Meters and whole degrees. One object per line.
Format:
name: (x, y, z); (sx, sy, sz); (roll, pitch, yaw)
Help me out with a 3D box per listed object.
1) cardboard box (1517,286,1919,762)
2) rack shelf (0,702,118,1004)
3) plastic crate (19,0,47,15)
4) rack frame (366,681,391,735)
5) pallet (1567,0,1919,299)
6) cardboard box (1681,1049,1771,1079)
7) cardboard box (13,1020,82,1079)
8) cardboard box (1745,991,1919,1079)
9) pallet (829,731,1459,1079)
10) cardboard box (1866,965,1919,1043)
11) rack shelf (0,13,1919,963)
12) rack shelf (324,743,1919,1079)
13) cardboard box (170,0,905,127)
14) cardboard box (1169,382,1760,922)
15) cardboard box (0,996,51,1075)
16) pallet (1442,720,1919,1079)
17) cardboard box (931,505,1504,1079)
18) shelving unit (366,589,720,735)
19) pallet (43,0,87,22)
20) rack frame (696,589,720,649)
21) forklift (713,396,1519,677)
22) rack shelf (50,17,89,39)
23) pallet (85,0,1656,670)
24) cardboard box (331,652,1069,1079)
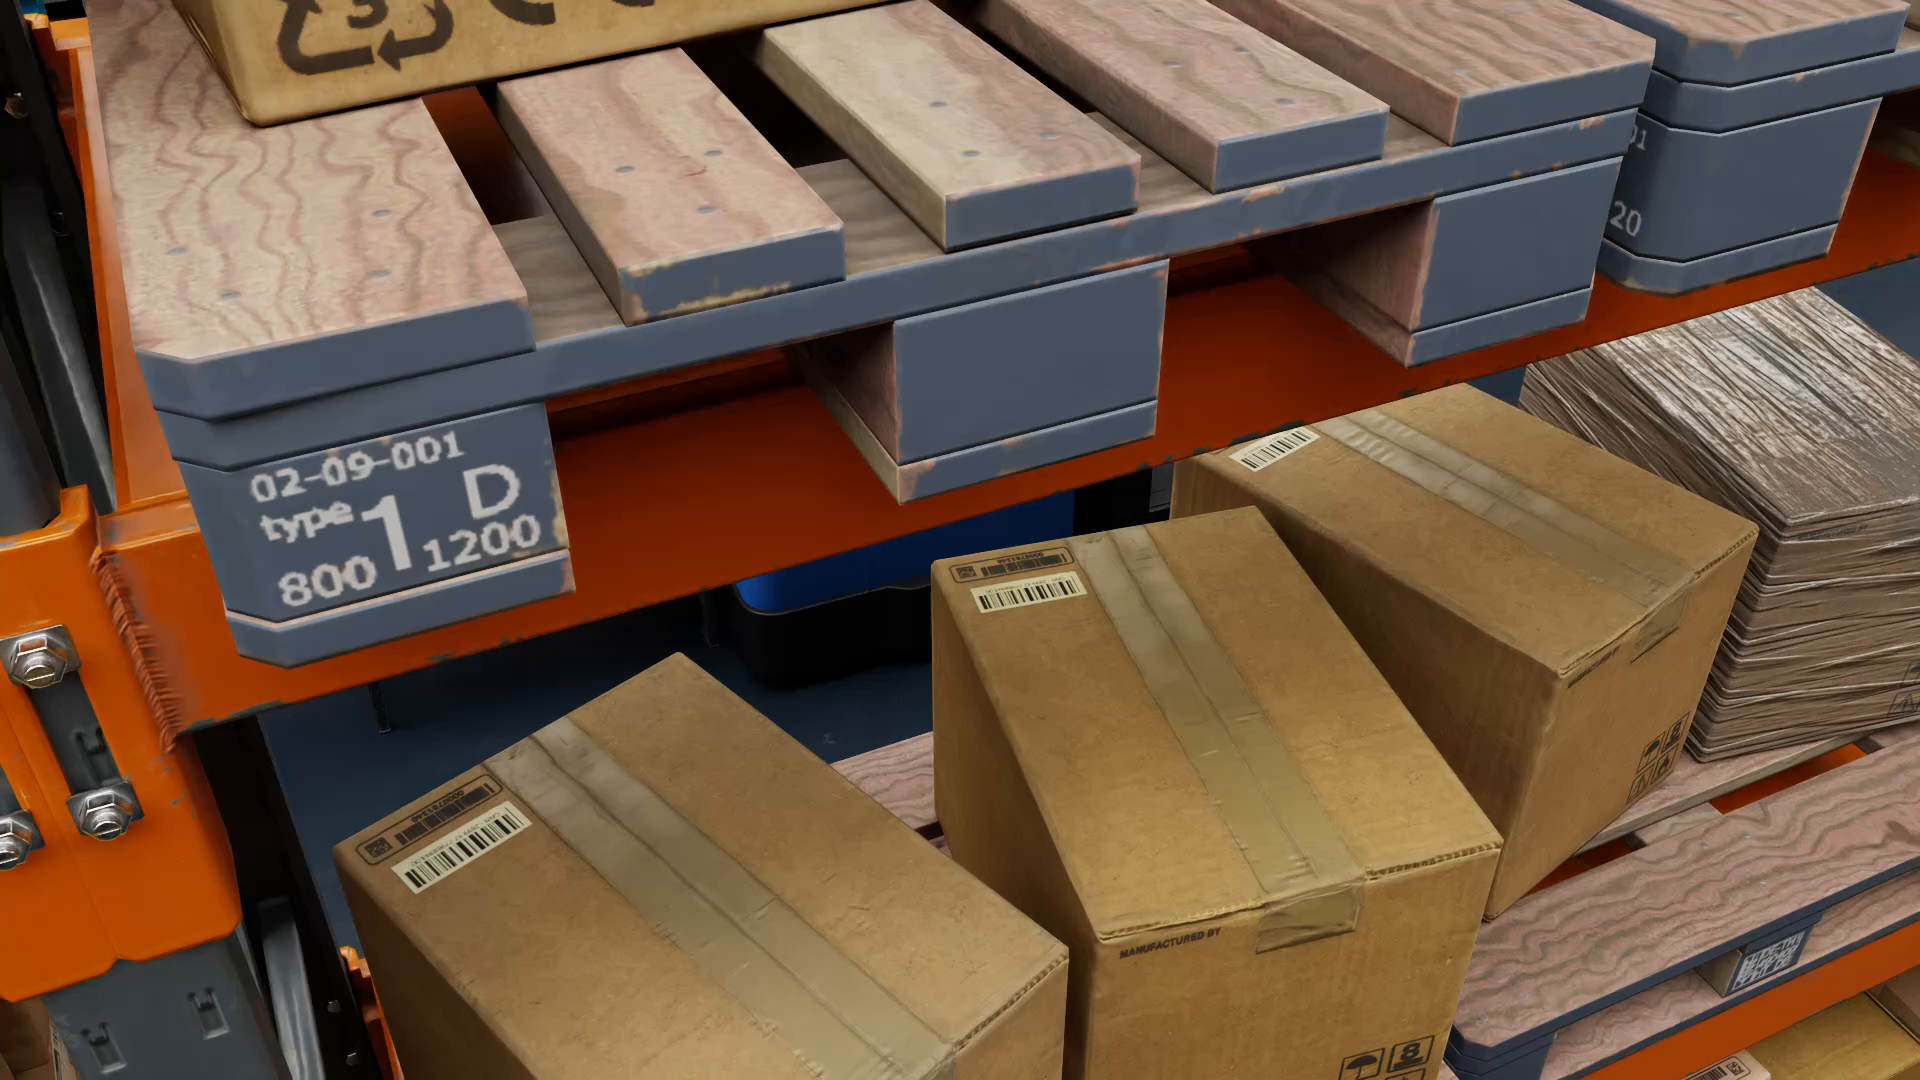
cardboard box: (1.364, -0.070, 2.890); (0.500, 0.500, 0.700); (-9, 37, -11)
rack shelf: (-2.636, 0.393, 0.789); (4.000, 0.370, 1.077); (-16, 39, -20)
plastic crate: (-3.205, -1.585, 5.333); (0.575, 0.384, 0.392); (-16, 39, -20)
rack frame: (-1.814, -0.162, 4.710); (0.032, 1.500, 0.500); (-14, 39, -18)
pallet: (0.732, -0.718, 1.840); (1.003, 0.211, 1.213); (-16, 39, -20)
cardboard box: (1.075, 0.957, 3.041); (0.500, 0.250, 0.500); (-16, 40, -21)
cardboard box: (-1.403, 0.744, 2.145); (0.500, 0.500, 0.500); (-15, 39, -19)
cardboard box: (1.580, 1.111, 3.463); (0.500, 0.500, 0.500); (-17, 40, -22)
pallet: (-0.056, 0.736, 2.401); (1.213, 0.211, 1.003); (-16, 39, -20)
cardboard box: (1.999, 0.696, 3.394); (0.500, 0.250, 0.500); (-14, 39, -18)
rack shelf: (0.985, -0.620, 2.154); (4.000, 0.370, 1.077); (-16, 39, -20)
rack shelf: (0.985, 0.585, 3.047); (4.000, 0.370, 1.077); (-16, 39, -20)
cardboard box: (-0.338, -0.739, 1.190); (0.600, 0.600, 0.600); (-19, 41, -24)
cardboard box: (0.747, 0.113, 2.643); (0.500, 0.500, 0.700); (-26, 44, -31)
cardboard box: (-1.372, 0.328, 1.866); (0.500, 0.500, 0.500); (-15, 39, -19)
pallet: (1.037, 0.362, 2.906); (1.213, 0.211, 1.003); (-16, 39, -20)
cardboard box: (0.294, 0.386, 2.275); (0.500, 0.500, 0.700); (-10, 38, -13)
shelving unit: (-1.345, -0.279, 4.868); (1.048, 1.500, 0.538); (-14, 39, -18)
pallet: (-5.753, -3.271, 9.982); (1.213, 0.211, 1.003); (-16, 39, -20)
rack frame: (-0.876, -0.397, 5.026); (0.032, 1.500, 0.500); (-14, 39, -18)
forklift: (0.577, -1.321, 5.070); (3.031, 2.935, 1.130); (-14, 39, -18)
rack shelf: (-4.737, -1.075, 5.285); (4.000, 0.370, 1.077); (-16, 39, -20)
pallet: (-0.205, -0.454, 1.484); (1.003, 0.211, 1.213); (-16, 39, -20)
cardboard box: (-0.302, 0.594, 1.995); (0.500, 0.500, 0.700); (-30, 46, -34)
